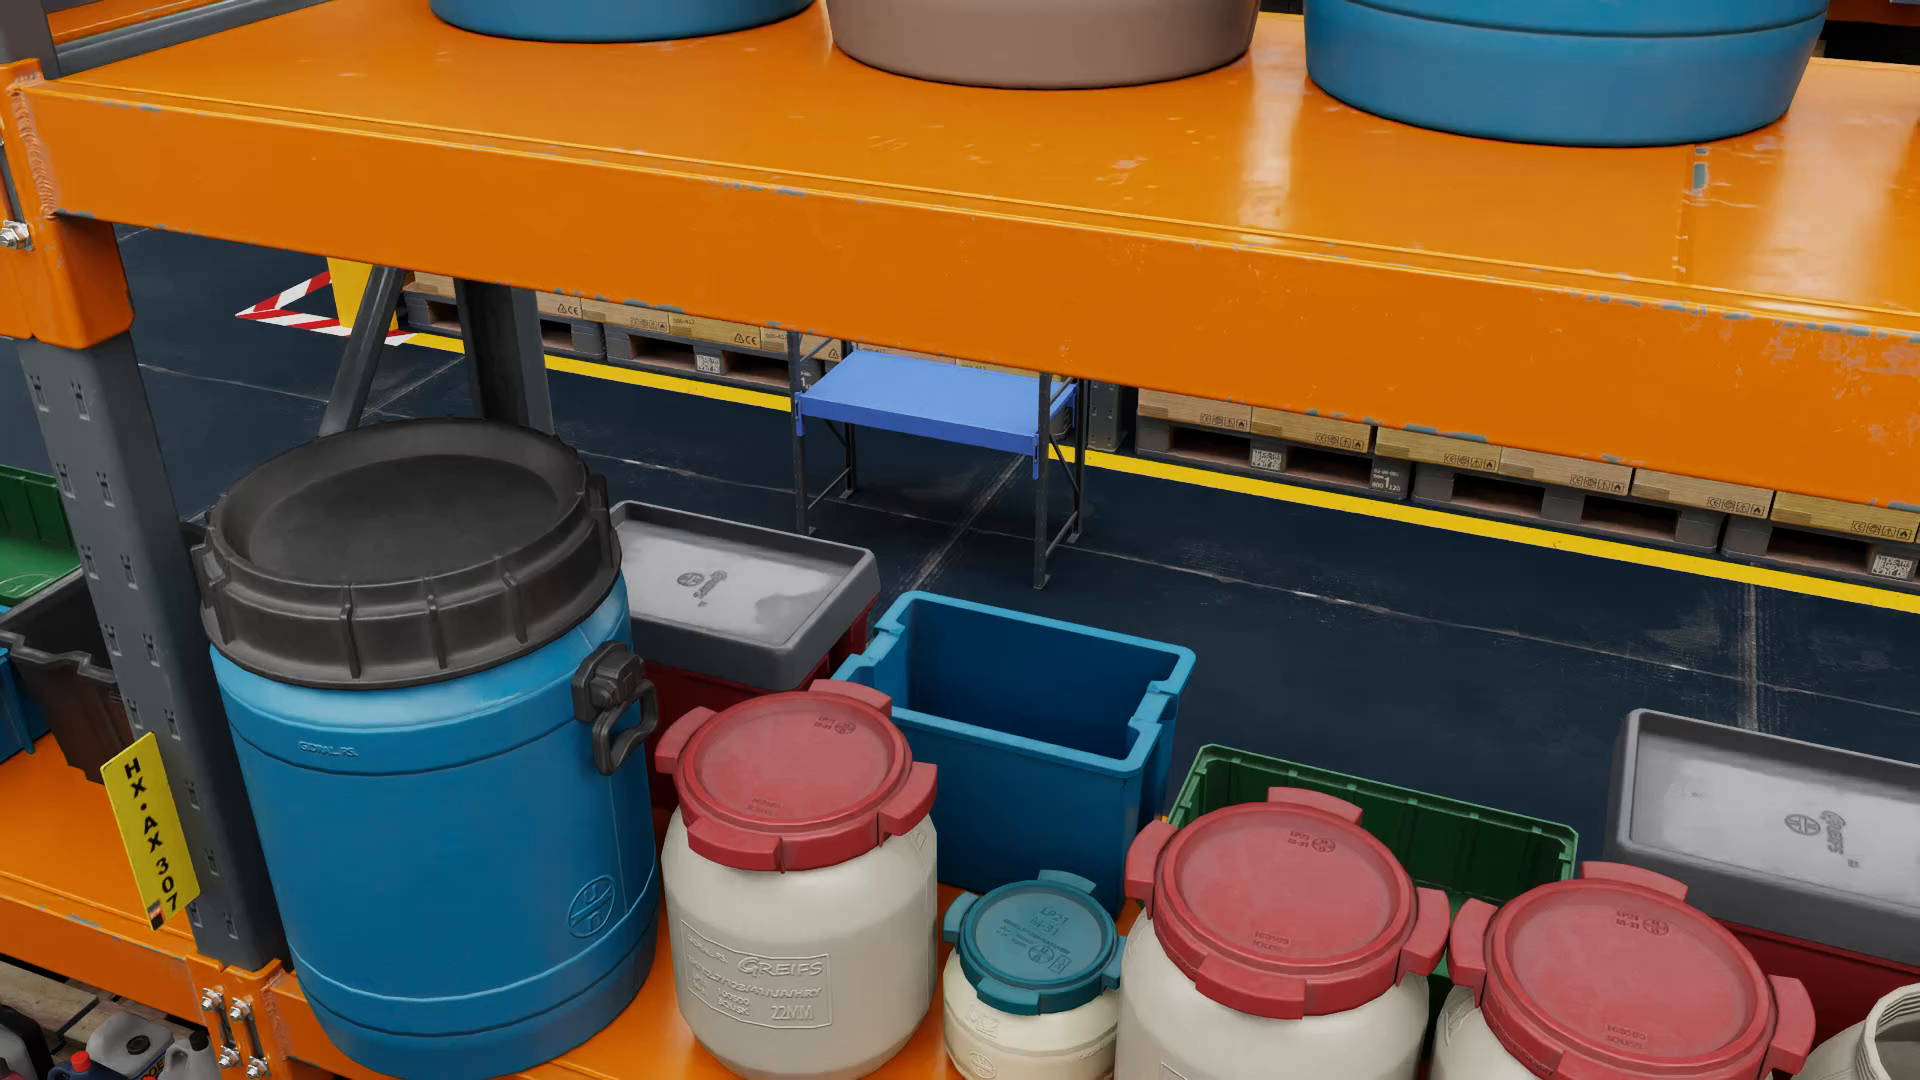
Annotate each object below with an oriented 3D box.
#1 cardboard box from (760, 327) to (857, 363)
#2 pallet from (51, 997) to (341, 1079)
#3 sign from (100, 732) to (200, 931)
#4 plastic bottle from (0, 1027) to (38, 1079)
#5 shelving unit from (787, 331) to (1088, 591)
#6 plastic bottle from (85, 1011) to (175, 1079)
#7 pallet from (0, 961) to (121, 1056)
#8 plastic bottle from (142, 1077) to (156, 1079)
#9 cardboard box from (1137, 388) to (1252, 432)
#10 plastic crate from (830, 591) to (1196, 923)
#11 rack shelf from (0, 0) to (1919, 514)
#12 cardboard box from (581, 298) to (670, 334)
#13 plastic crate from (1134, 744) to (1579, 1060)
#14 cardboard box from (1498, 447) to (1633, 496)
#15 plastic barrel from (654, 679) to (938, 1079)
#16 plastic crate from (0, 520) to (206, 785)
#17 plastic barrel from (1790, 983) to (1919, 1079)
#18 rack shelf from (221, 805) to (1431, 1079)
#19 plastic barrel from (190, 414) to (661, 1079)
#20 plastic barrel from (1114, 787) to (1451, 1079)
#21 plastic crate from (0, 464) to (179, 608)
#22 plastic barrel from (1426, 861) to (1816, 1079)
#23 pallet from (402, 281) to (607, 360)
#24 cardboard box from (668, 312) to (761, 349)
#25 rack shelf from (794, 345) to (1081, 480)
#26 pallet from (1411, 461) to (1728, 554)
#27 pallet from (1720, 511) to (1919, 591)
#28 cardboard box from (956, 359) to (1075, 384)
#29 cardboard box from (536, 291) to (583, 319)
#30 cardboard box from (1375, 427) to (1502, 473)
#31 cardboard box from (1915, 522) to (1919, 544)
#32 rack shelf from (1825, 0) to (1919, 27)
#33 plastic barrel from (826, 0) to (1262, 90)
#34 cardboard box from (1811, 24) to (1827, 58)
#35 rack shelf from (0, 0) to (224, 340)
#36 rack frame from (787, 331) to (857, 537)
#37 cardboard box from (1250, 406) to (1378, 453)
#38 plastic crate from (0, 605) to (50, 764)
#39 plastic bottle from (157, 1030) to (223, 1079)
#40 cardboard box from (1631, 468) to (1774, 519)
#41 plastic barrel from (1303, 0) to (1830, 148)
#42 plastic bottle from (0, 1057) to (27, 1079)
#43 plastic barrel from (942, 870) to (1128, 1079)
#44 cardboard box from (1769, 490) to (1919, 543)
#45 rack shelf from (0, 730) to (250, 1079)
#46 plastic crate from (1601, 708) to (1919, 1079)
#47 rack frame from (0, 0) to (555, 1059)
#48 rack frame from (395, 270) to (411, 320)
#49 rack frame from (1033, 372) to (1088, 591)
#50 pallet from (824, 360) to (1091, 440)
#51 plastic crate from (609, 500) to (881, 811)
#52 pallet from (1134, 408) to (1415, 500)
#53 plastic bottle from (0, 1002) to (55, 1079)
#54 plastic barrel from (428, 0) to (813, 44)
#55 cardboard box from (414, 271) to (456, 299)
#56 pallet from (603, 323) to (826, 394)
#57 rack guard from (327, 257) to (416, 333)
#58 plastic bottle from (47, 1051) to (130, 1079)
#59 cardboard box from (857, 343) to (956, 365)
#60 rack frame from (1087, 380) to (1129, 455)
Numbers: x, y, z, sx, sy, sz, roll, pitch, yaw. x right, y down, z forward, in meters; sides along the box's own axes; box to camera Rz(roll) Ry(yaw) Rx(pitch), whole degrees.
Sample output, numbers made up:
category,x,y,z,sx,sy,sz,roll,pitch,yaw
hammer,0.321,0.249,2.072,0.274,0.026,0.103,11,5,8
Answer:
category,x,y,z,sx,sy,sz,roll,pitch,yaw
cardboard box,-0.623,-1.081,7.982,0.500,0.250,0.500,11,31,19
pallet,-1.655,1.402,4.055,1.213,0.211,1.003,11,31,19
sign,-1.266,0.460,2.607,0.005,0.325,0.100,11,31,19
plastic bottle,-2.231,1.210,3.805,0.185,0.351,0.144,11,31,19
shelving unit,-0.079,-0.669,6.409,1.048,1.500,0.538,11,31,19
plastic bottle,-1.899,1.230,3.846,0.135,0.276,0.152,11,31,19
pallet,-2.790,1.177,4.453,1.213,0.211,1.003,11,31,19
plastic bottle,-1.754,1.305,3.637,0.185,0.351,0.144,10,31,18
cardboard box,1.098,-0.725,7.351,0.500,0.250,0.500,11,31,18
plastic crate,0.090,0.401,3.009,0.575,0.384,0.392,11,31,19
rack shelf,0.804,-0.291,1.899,4.000,0.370,1.077,11,31,19
cardboard box,-1.548,-1.268,8.312,0.500,0.250,0.500,11,31,19
plastic crate,0.671,0.617,2.825,0.662,0.188,0.450,11,31,19
cardboard box,2.523,-0.440,6.848,0.500,0.250,0.500,12,32,20
plastic barrel,-0.245,0.549,2.592,0.433,0.535,0.433,0,29,0
plastic crate,-1.486,0.204,3.404,0.504,0.338,0.767,11,31,19
plastic barrel,1.234,0.852,2.081,0.421,0.512,0.421,0,29,0
rack shelf,0.804,1.015,2.637,4.000,0.370,1.077,11,31,19
plastic barrel,-0.805,0.323,2.621,0.708,0.901,0.600,11,31,19
plastic barrel,0.435,0.685,2.351,0.433,0.535,0.433,0,29,0
plastic crate,-2.201,0.044,3.839,0.662,0.188,0.450,11,31,19
plastic barrel,0.836,0.765,2.210,0.433,0.535,0.433,0,29,0
pallet,-2.165,-1.330,8.888,1.213,0.211,1.003,11,31,19
cardboard box,-1.087,-1.173,8.145,0.500,0.250,0.500,11,31,19
rack shelf,-0.079,-0.512,6.497,1.000,0.185,0.538,11,31,19
pallet,2.649,-0.369,7.188,1.213,0.211,1.003,11,31,19
pallet,3.775,-0.142,6.788,1.213,0.211,1.003,11,31,19
cardboard box,0.305,-0.898,7.658,0.500,0.250,0.500,11,31,19
cardboard box,-2.012,-1.361,8.476,0.500,0.250,0.500,11,31,19
cardboard box,2.052,-0.535,7.015,0.500,0.250,0.500,10,31,18
cardboard box,3.944,-0.158,6.349,0.500,0.250,0.500,12,32,20
rack shelf,4.529,-3.502,10.629,4.000,0.370,1.077,11,31,19
plastic barrel,0.110,-1.076,2.048,0.600,0.901,0.600,0,29,0
cardboard box,5.191,-3.119,10.551,0.500,0.250,0.500,12,32,20
rack shelf,-2.902,-1.031,3.209,4.000,0.370,1.077,11,31,19
rack frame,-0.550,-0.763,6.575,0.032,1.500,0.500,11,31,19
cardboard box,1.571,-0.629,7.183,0.500,0.250,0.500,12,32,20
plastic crate,-2.176,0.315,3.295,0.616,0.251,0.499,11,31,19
plastic bottle,-1.700,1.240,3.753,0.185,0.351,0.144,11,31,19
cardboard box,3.000,-0.346,6.682,0.500,0.250,0.500,12,32,20
plastic barrel,0.716,-0.955,1.834,0.708,0.901,0.600,11,31,19
plastic bottle,-2.098,1.288,3.736,0.133,0.283,0.061,13,32,22
plastic barrel,0.120,0.707,2.592,0.301,0.262,0.301,0,29,0
cardboard box,3.465,-0.252,6.515,0.500,0.250,0.500,11,31,19
rack shelf,-2.902,0.275,3.947,4.000,0.370,1.077,11,31,19
plastic crate,1.275,0.605,2.566,0.583,0.464,0.402,11,31,19
rack frame,-1.050,0.333,3.112,0.053,2.616,0.949,11,31,19
rack frame,-2.890,-2.666,8.419,0.127,3.000,1.000,11,31,19
rack frame,0.392,-0.575,6.242,0.032,1.500,0.500,11,31,19
pallet,0.096,-0.879,8.090,1.213,0.211,1.003,11,31,19
plastic crate,-0.485,0.254,3.188,0.583,0.464,0.402,11,31,19
pallet,1.514,-0.594,7.586,1.213,0.211,1.003,11,31,19
plastic bottle,-2.216,1.188,3.913,0.133,0.283,0.061,11,31,19
plastic barrel,-0.496,-1.197,2.262,0.708,0.901,0.600,11,31,19
cardboard box,-2.476,-1.451,8.637,0.500,0.250,0.500,11,31,19
pallet,-1.039,-1.104,8.488,1.213,0.211,1.003,11,31,19
rack guard,-2.912,-1.583,9.042,0.348,0.500,1.175,11,31,19
plastic bottle,-1.932,1.270,3.700,0.185,0.351,0.144,10,31,17
cardboard box,-0.155,-0.995,7.830,0.500,0.250,0.500,11,31,19
rack frame,0.817,-1.926,7.110,0.127,3.000,1.000,11,31,19
